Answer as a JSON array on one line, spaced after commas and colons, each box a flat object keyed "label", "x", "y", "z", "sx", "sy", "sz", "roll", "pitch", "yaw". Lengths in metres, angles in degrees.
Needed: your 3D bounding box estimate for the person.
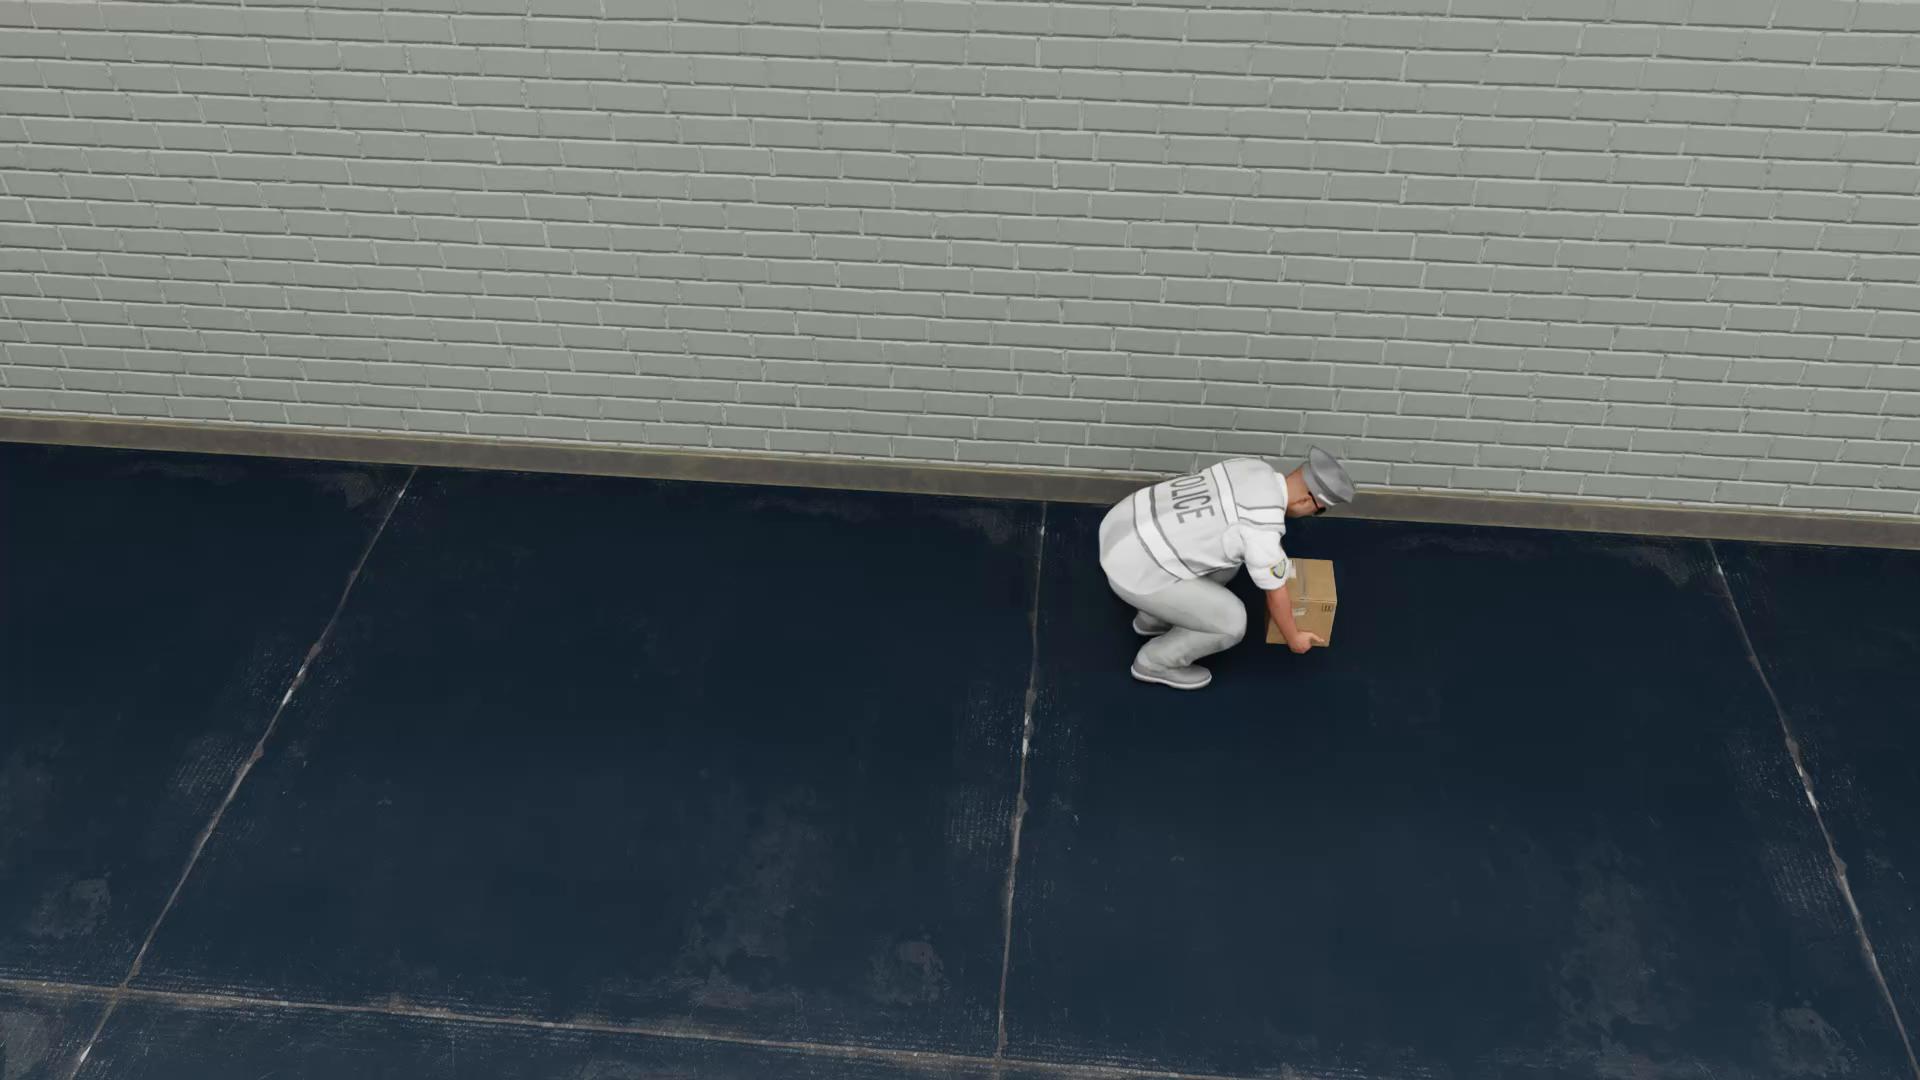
[{"label": "person", "x": 1.034, "y": 0.090, "z": 6.620, "sx": 0.970, "sy": 1.024, "sz": 0.532, "roll": 2, "pitch": 40, "yaw": 3}]
